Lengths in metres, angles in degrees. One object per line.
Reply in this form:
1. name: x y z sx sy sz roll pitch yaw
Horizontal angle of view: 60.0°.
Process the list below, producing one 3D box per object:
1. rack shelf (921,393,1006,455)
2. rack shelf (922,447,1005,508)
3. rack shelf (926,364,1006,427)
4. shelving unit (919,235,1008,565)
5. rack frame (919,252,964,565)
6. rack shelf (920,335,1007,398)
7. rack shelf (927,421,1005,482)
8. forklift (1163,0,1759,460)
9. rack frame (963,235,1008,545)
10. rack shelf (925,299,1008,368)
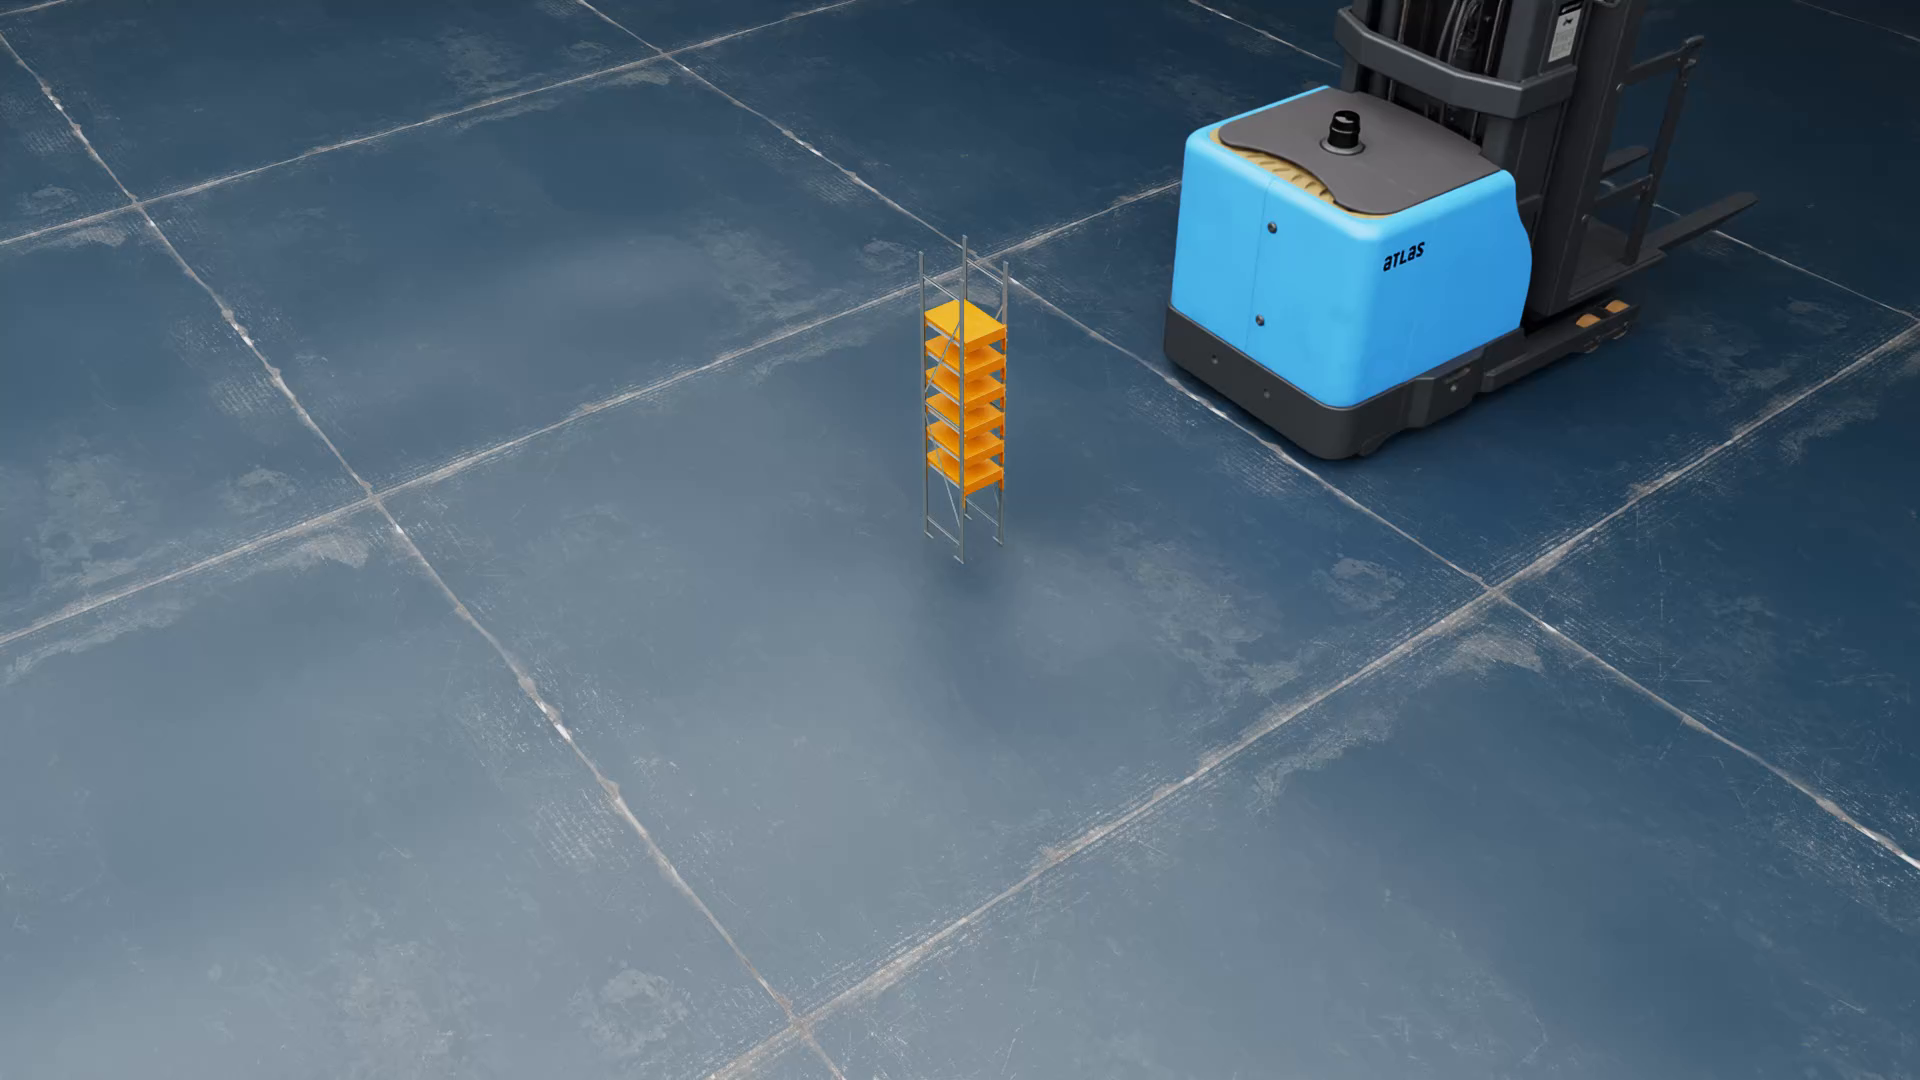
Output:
1. rack shelf: 0.011 -0.435 5.904 0.180 0.103 0.258 -26 46 -28
2. rack shelf: 0.011 -0.250 6.057 0.180 0.103 0.258 -26 46 -28
3. rack shelf: 0.011 -0.528 5.828 0.180 0.103 0.258 -26 46 -28
4. shelving unit: 0.011 -0.469 5.876 0.189 1.200 0.258 -26 46 -28
5. rack frame: -0.061 -0.434 5.833 0.006 1.200 0.240 -26 46 -28
6. rack shelf: 0.011 -0.621 5.752 0.180 0.103 0.258 -26 46 -28
7. rack shelf: 0.011 -0.342 5.981 0.180 0.103 0.258 -26 46 -28
8. forklift: 2.363 -2.196 6.616 3.031 2.935 1.130 -25 45 -27
9. rack frame: 0.084 -0.505 5.919 0.006 1.200 0.240 -26 46 -28
10. rack shelf: 0.011 -0.713 5.676 0.180 0.103 0.258 -26 46 -28
